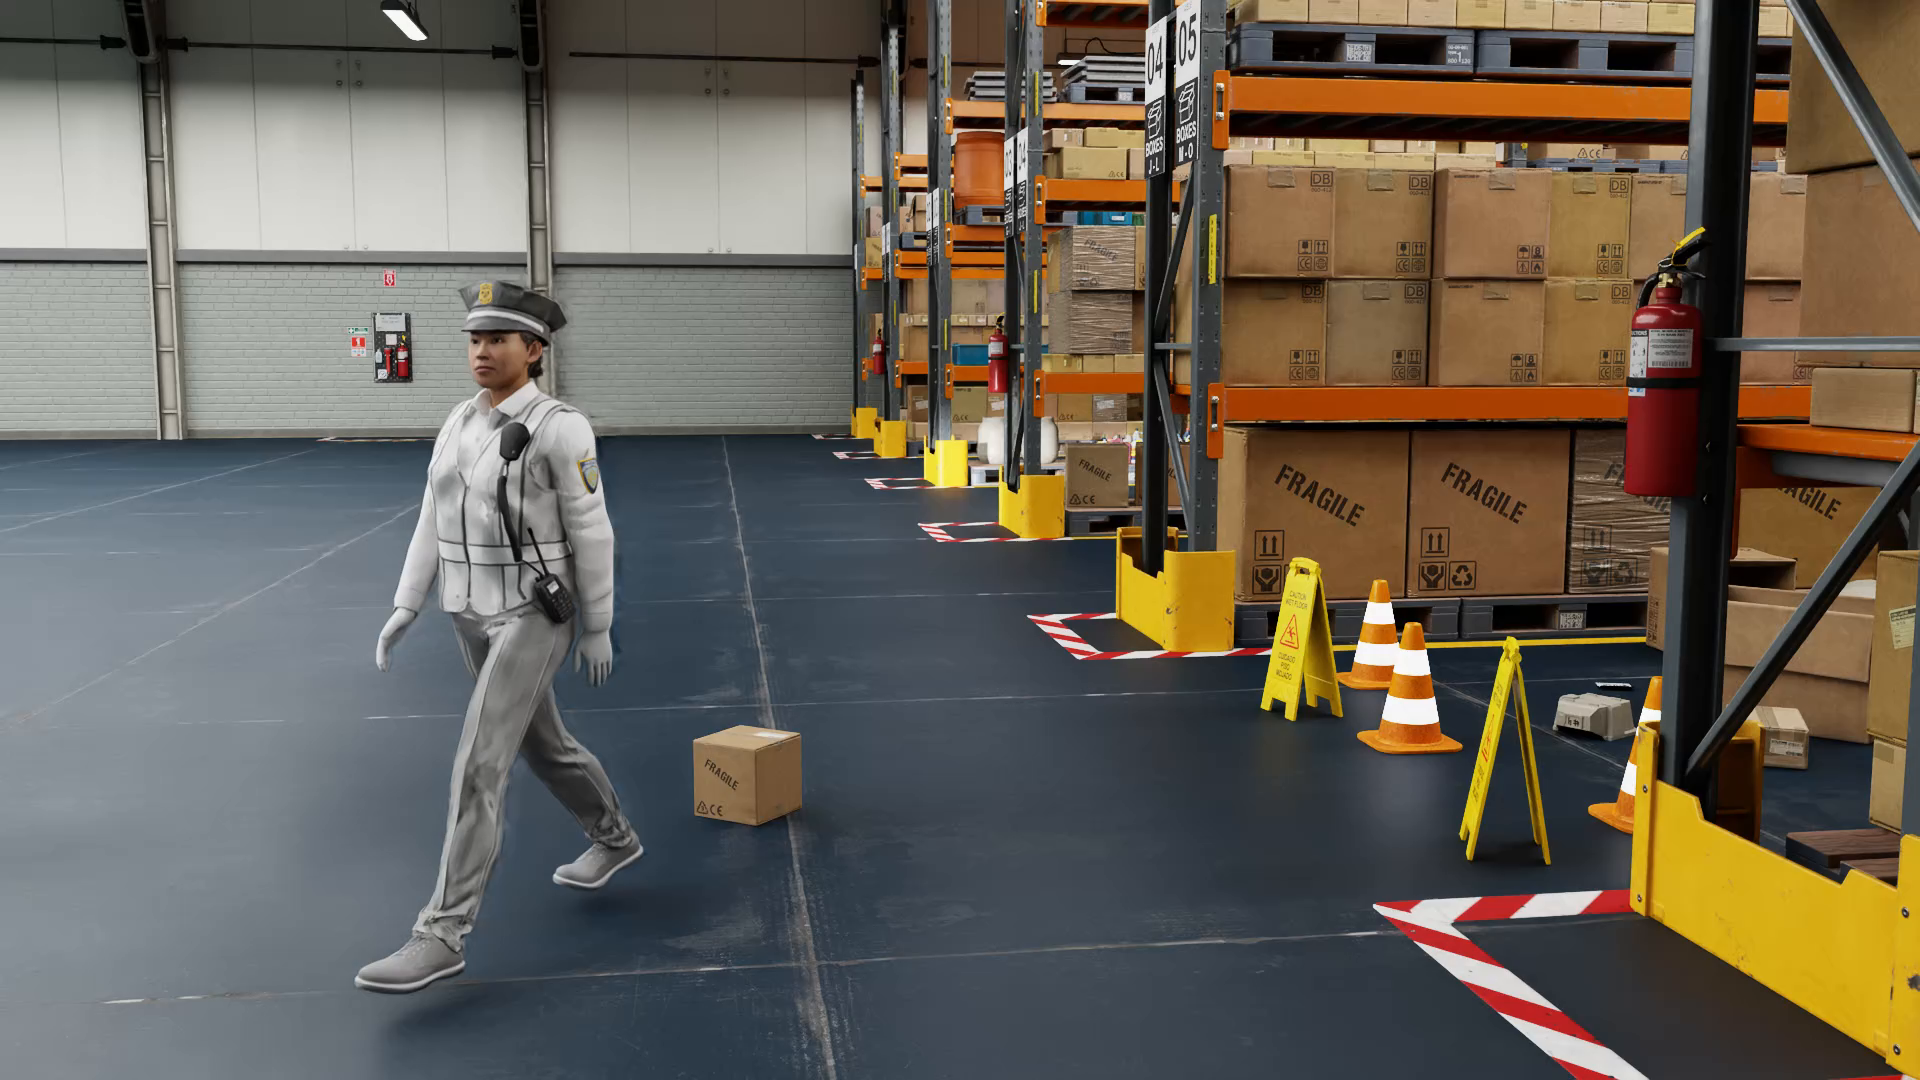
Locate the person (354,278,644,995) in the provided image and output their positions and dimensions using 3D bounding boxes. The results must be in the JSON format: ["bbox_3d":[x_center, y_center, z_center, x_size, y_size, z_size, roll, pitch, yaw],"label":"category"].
[{"bbox_3d":[-1.139,0.179,4.100,0.493,1.628,1.025,4,8,32],"label":"person"}]
